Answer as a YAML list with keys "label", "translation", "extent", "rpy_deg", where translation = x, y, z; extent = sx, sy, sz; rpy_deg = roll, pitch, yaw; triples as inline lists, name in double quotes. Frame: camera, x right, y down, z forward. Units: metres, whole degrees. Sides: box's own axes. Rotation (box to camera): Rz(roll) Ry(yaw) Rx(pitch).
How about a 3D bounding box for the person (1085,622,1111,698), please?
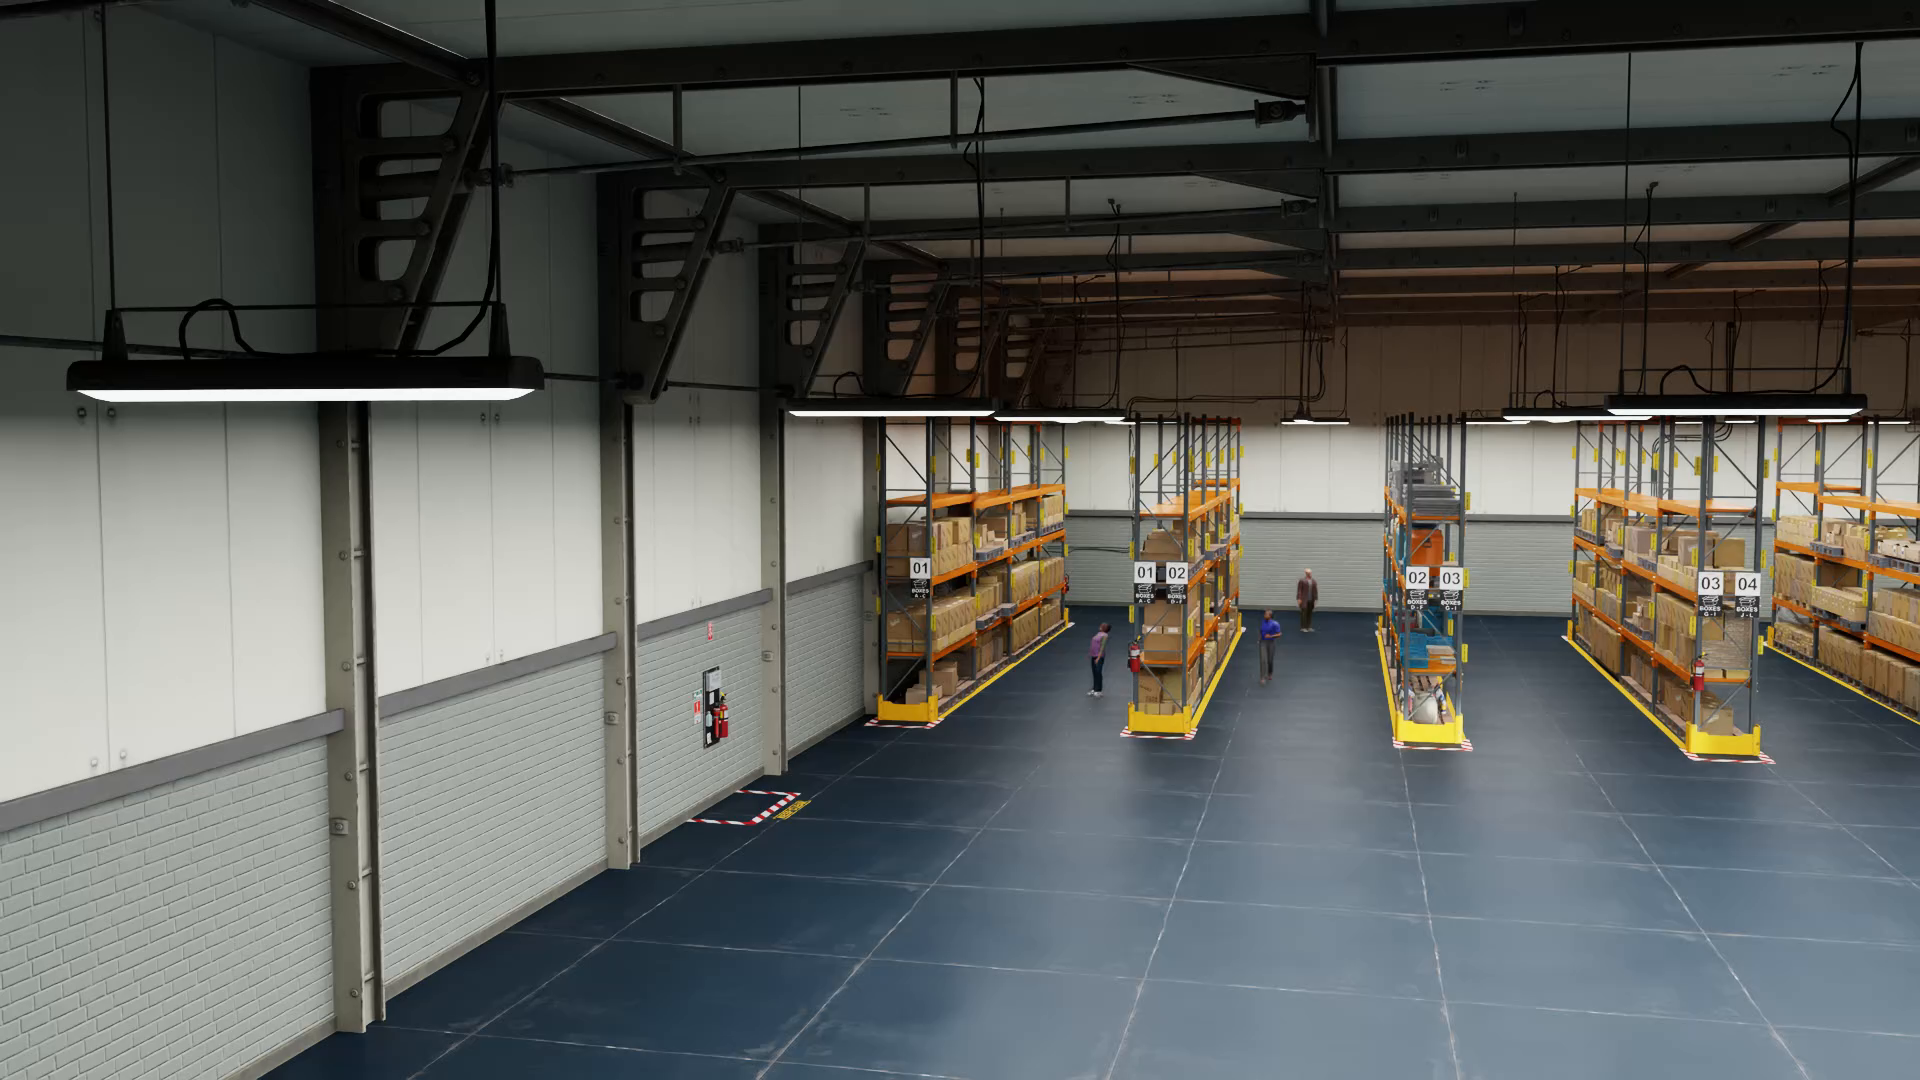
- label: "person"
  translation: [2.939, 2.553, 35.565]
  extent: [0.500, 1.603, 0.494]
  rpy_deg: [-2, 4, -28]

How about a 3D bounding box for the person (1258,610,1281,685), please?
- label: "person"
  translation: [6.910, 2.366, 37.134]
  extent: [0.528, 1.617, 0.976]
  rpy_deg: [1, 4, 15]

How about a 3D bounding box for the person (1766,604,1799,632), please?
- label: "person"
  translation: [22.916, 1.747, 46.321]
  extent: [0.828, 1.651, 0.501]
  rpy_deg: [0, 4, 5]

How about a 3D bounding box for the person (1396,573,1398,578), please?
- label: "person"
  translation: [12.370, 1.680, 46.960]
  extent: [0.660, 1.744, 1.117]
  rpy_deg: [-3, 5, -41]

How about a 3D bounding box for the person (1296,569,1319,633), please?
- label: "person"
  translation: [9.744, 1.697, 46.555]
  extent: [0.686, 1.770, 0.470]
  rpy_deg: [-1, 4, -17]
